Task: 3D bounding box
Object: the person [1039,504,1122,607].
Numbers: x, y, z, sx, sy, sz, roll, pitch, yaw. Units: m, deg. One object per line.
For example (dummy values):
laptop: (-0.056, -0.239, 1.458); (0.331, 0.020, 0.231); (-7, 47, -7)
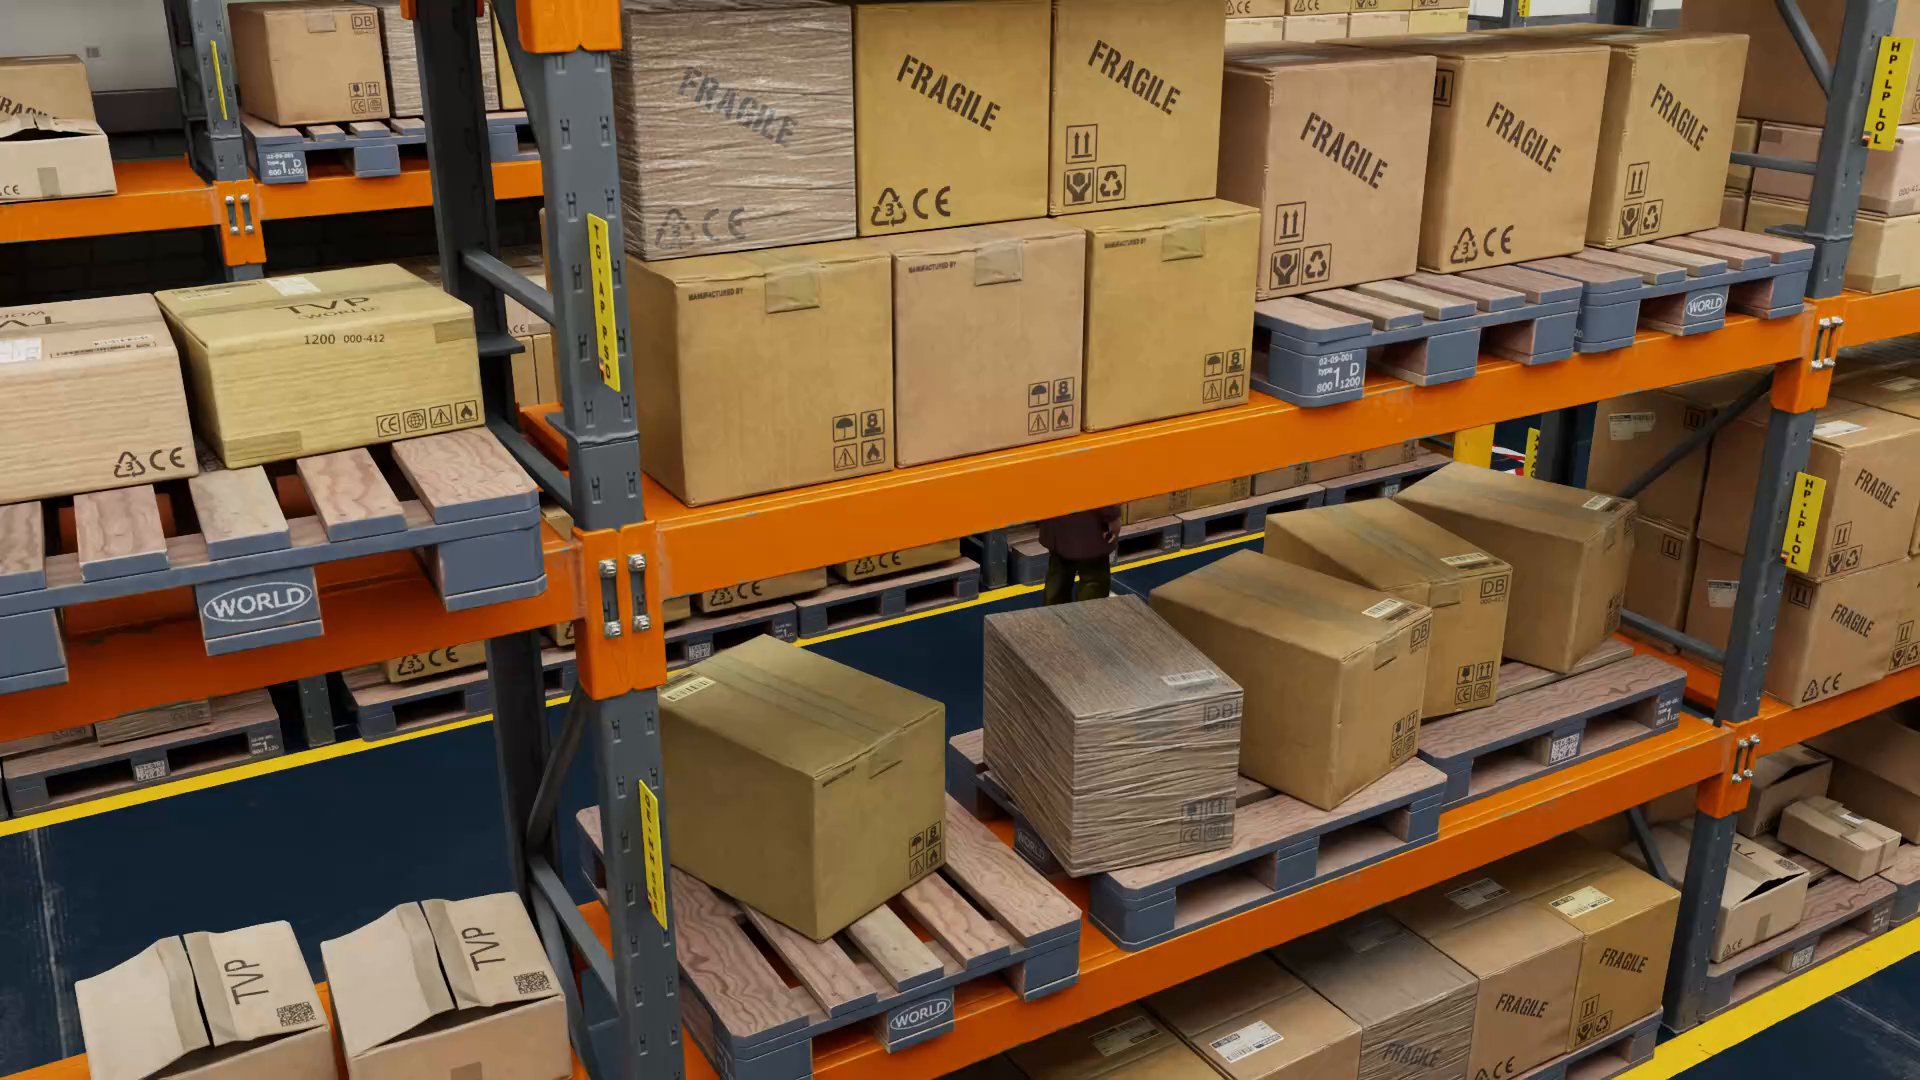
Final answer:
person: (0.638, -0.182, 9.070); (0.425, 1.774, 0.642); (-15, 26, -33)
